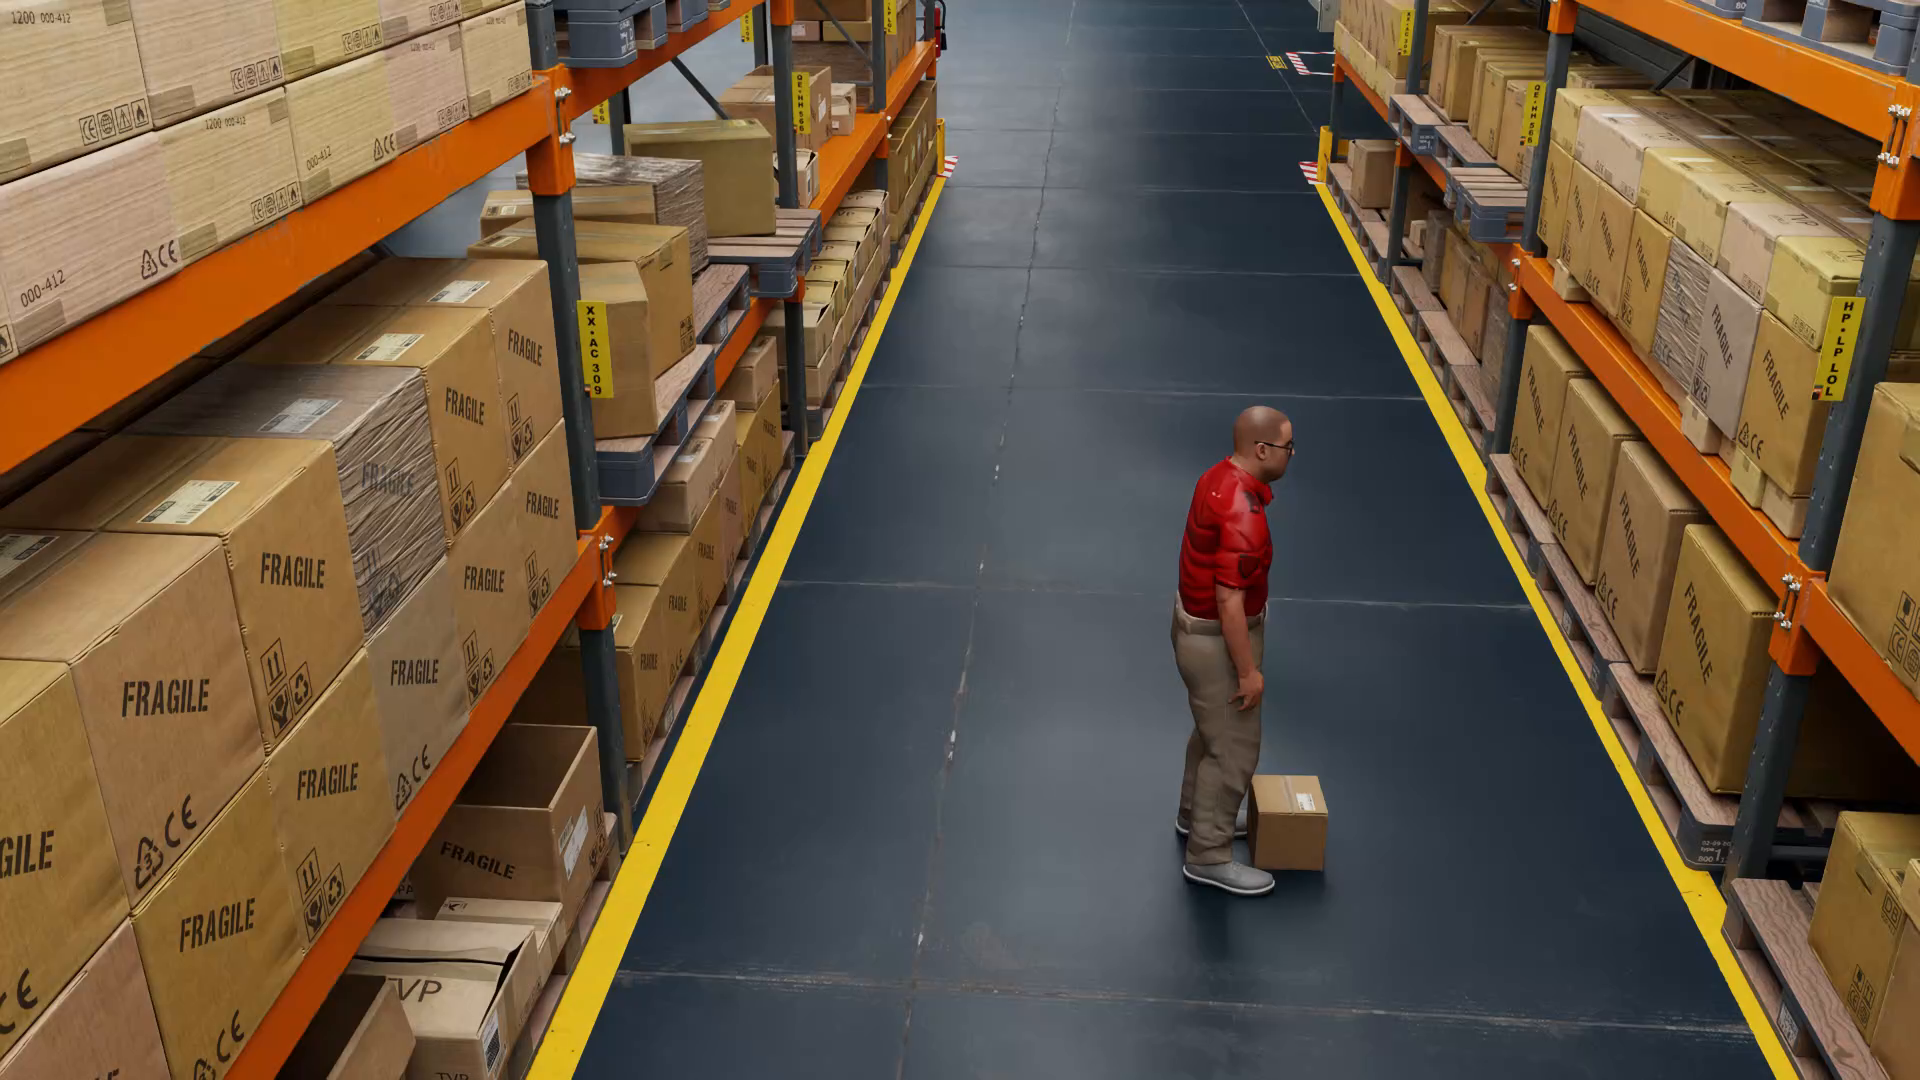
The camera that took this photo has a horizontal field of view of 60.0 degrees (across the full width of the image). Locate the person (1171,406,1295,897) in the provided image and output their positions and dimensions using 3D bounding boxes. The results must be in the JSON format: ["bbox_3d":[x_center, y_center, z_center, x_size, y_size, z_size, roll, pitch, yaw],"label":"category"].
[{"bbox_3d":[0.944,0.360,5.827,0.392,1.726,0.606,0,24,1],"label":"person"}]
